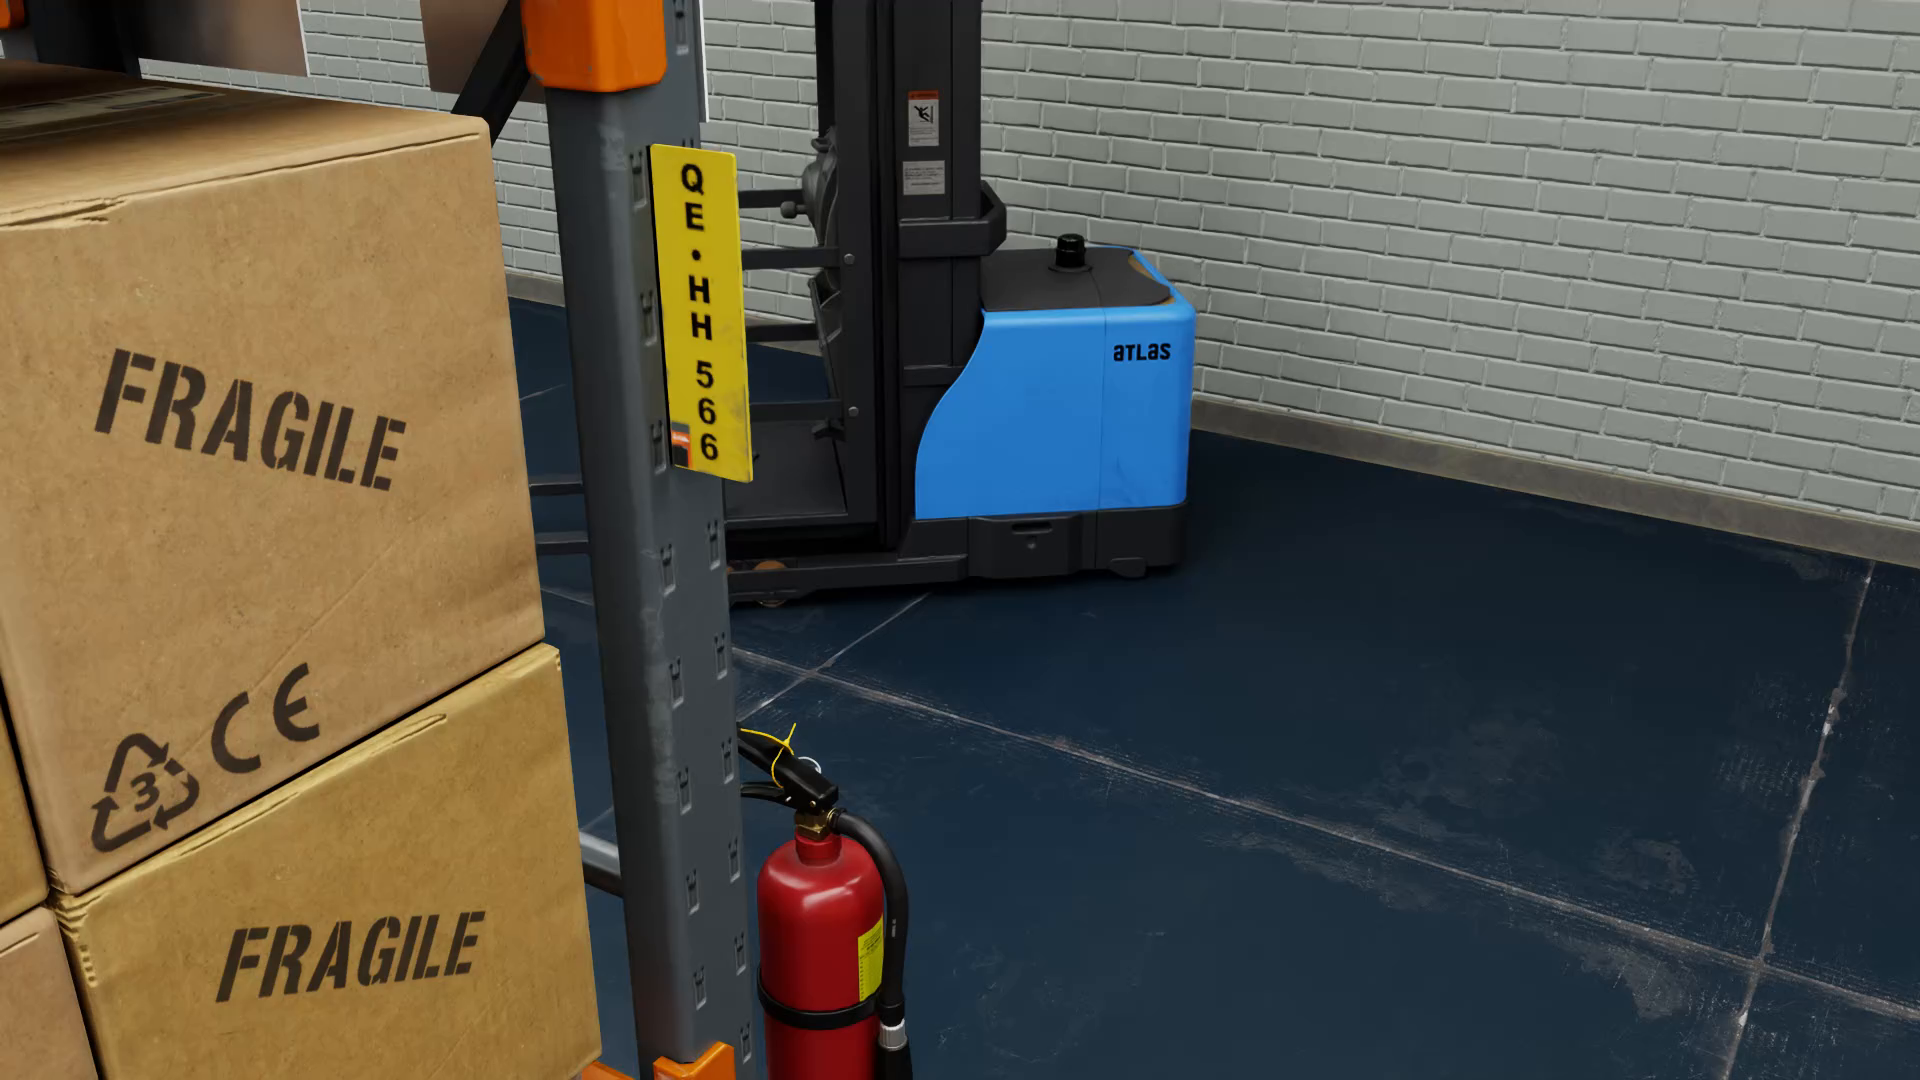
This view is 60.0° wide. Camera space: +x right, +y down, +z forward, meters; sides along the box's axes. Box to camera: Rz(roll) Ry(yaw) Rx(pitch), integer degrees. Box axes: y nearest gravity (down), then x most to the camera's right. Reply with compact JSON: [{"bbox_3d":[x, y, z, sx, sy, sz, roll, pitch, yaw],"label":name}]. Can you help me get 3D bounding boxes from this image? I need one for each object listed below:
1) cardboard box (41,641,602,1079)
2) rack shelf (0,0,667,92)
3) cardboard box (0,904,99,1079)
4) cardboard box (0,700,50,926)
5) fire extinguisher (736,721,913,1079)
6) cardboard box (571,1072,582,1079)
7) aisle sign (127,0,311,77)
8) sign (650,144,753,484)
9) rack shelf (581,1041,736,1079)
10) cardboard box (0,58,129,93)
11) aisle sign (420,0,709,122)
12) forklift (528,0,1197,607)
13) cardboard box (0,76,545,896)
[{"bbox_3d":[-0.729,0.360,1.641,0.500,0.500,0.500,14,27,30],"label":"cardboard box"},{"bbox_3d":[-1.766,-0.034,0.183,1.077,0.370,4.000,14,27,29],"label":"rack shelf"},{"bbox_3d":[-1.006,0.533,1.242,0.500,0.500,0.500,13,27,28],"label":"cardboard box"},{"bbox_3d":[-1.008,0.074,1.046,0.500,0.500,0.500,13,27,27],"label":"cardboard box"},{"bbox_3d":[-0.186,0.556,2.258,0.296,0.674,0.183,14,27,29],"label":"fire extinguisher"},{"bbox_3d":[-0.643,0.622,1.854,0.380,0.149,0.250,14,27,29],"label":"cardboard box"},{"bbox_3d":[-0.927,-0.943,1.881,0.394,0.787,0.004,14,27,29],"label":"aisle sign"},{"bbox_3d":[-0.250,-0.216,1.618,0.100,0.325,0.005,14,27,29],"label":"sign"},{"bbox_3d":[-1.766,1.342,0.779,1.077,0.370,4.000,14,27,29],"label":"rack shelf"},{"bbox_3d":[-1.173,-0.208,1.696,0.500,0.500,0.500,14,27,29],"label":"cardboard box"},{"bbox_3d":[-0.418,-0.818,1.591,0.394,0.787,0.004,14,27,29],"label":"aisle sign"},{"bbox_3d":[-0.683,-1.311,6.089,3.031,2.935,1.130,-3,24,-7],"label":"forklift"},{"bbox_3d":[-0.741,-0.097,1.441,0.500,0.500,0.500,13,27,28],"label":"cardboard box"}]
